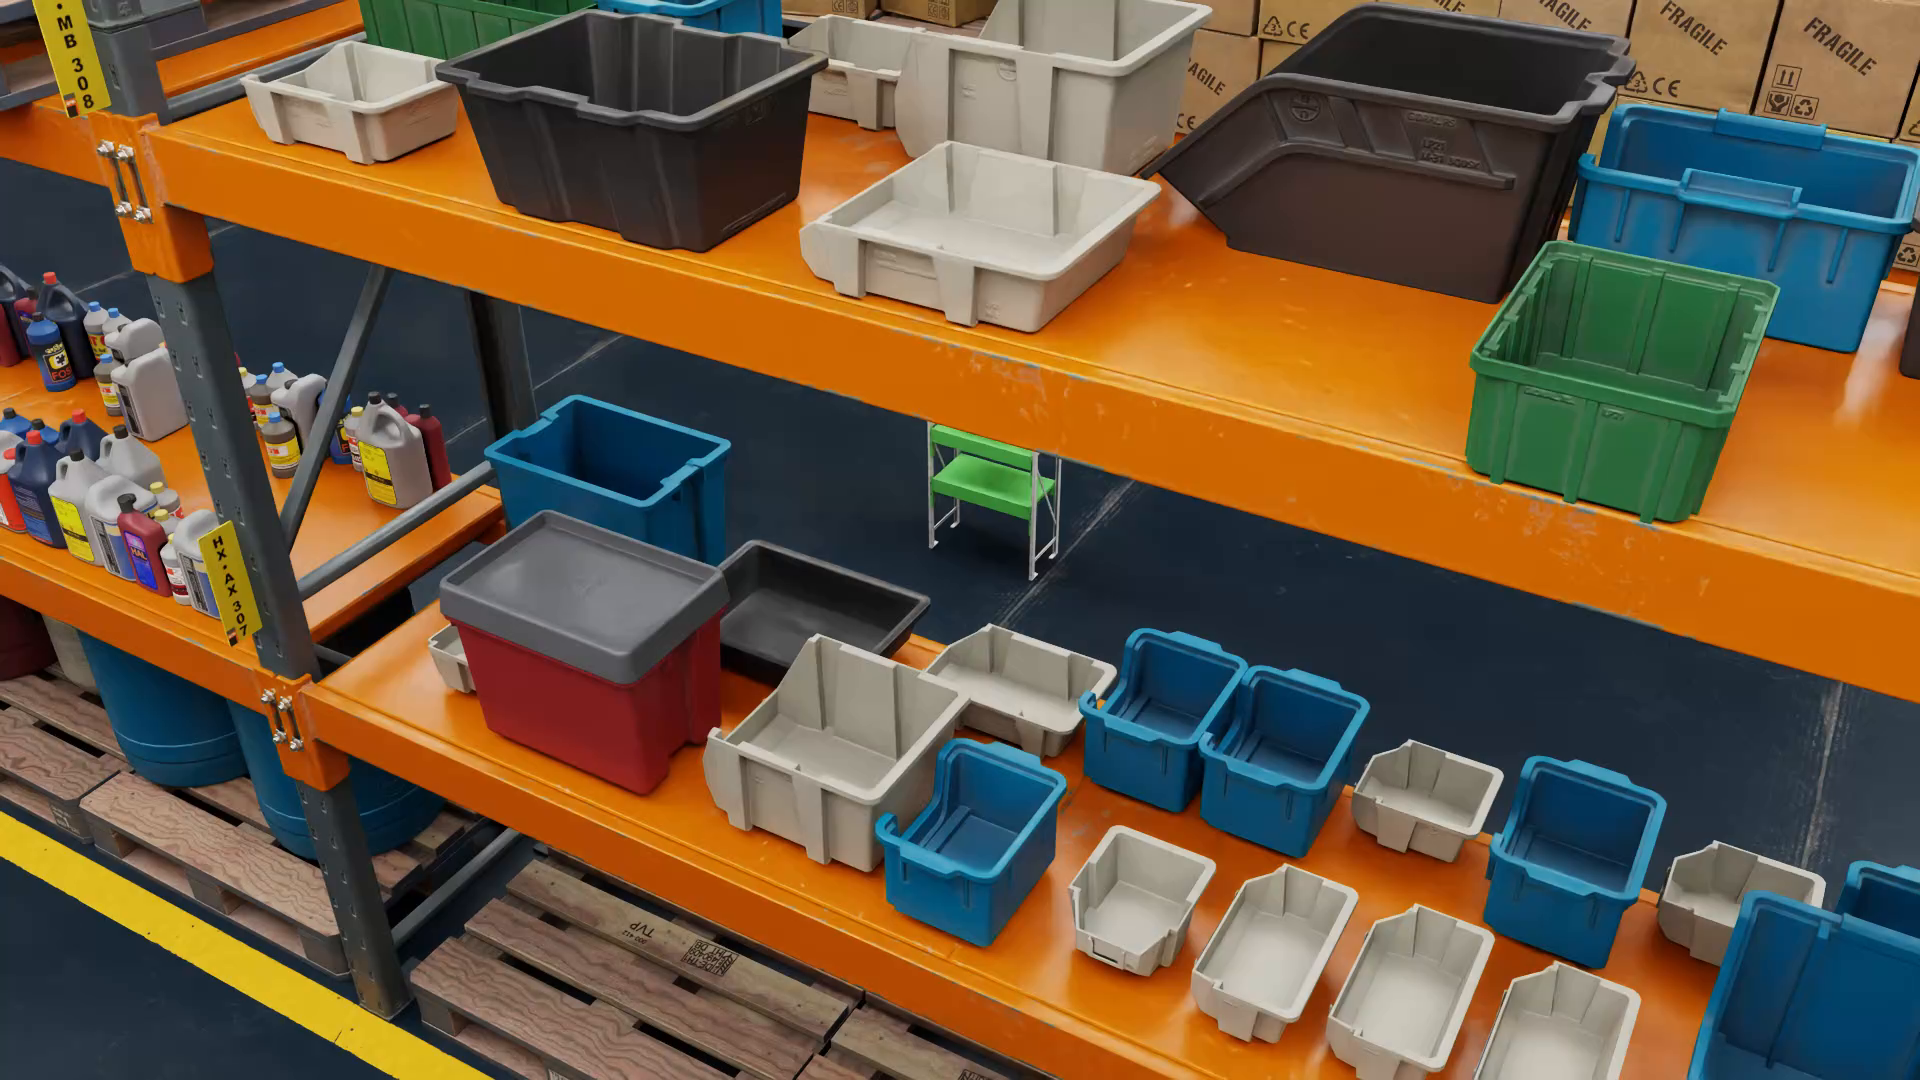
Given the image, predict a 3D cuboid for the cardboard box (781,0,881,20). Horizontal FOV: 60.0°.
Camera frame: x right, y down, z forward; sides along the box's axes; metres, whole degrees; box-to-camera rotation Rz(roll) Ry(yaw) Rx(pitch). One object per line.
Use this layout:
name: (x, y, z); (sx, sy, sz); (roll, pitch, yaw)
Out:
cardboard box: (-0.639, -3.093, 8.720); (0.500, 0.500, 0.700); (8, 35, 12)

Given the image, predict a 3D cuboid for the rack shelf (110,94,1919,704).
rack shelf: (0.201, -0.437, 3.143); (4.000, 0.370, 1.077); (18, 37, 24)

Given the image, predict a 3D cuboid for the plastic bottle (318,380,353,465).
plastic bottle: (-1.952, -0.377, 5.226); (0.097, 0.271, 0.097); (0, 34, 0)

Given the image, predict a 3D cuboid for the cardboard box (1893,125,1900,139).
cardboard box: (6.196, -2.984, 10.902); (0.500, 0.500, 0.700); (18, 37, 24)

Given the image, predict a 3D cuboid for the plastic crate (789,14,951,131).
plastic crate: (-0.242, -1.010, 3.592); (0.466, 0.136, 0.293); (18, 37, 24)

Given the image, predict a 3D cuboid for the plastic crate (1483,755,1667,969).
plastic crate: (1.315, 0.699, 3.591); (0.300, 0.233, 0.416); (18, 37, 24)

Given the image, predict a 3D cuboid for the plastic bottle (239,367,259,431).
plastic bottle: (-2.322, -0.465, 5.422); (0.097, 0.201, 0.097); (0, 34, 0)

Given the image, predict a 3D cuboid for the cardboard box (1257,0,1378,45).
cardboard box: (1.643, -2.472, 7.264); (0.500, 0.500, 0.500); (16, 37, 23)

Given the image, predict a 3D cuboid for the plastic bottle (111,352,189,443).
plastic bottle: (-2.628, -0.479, 5.374); (0.135, 0.276, 0.152); (18, 37, 24)

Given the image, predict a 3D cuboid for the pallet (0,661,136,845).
pallet: (-3.248, 0.555, 6.226); (1.213, 0.211, 1.003); (18, 37, 24)

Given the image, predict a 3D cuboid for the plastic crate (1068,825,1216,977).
plastic crate: (0.375, 0.786, 3.548); (0.250, 0.136, 0.298); (18, 37, 24)

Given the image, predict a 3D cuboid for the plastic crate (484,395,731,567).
plastic crate: (-0.961, -0.092, 4.642); (0.575, 0.384, 0.392); (18, 37, 24)

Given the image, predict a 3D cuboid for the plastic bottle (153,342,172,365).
plastic bottle: (-2.552, -0.552, 5.484); (0.135, 0.276, 0.152); (18, 37, 24)

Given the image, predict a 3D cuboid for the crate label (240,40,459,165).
crate label: (-1.254, -0.903, 3.432); (0.466, 0.136, 0.293); (18, 37, 24)

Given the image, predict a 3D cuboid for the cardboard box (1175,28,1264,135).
cardboard box: (1.233, -2.191, 7.744); (0.500, 0.500, 0.500); (19, 38, 26)

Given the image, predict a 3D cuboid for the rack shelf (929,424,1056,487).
rack shelf: (0.144, -0.401, 6.884); (0.480, 0.148, 0.258); (18, 37, 24)

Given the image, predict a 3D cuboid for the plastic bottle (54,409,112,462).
plastic bottle: (-2.585, -0.233, 4.938); (0.185, 0.351, 0.144); (18, 37, 24)

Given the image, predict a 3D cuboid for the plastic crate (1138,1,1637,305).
plastic crate: (0.747, -0.713, 2.964); (0.767, 0.338, 0.504); (18, 37, 24)

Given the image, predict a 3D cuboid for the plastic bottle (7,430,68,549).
plastic bottle: (-2.656, -0.164, 4.834); (0.185, 0.351, 0.144); (18, 37, 24)

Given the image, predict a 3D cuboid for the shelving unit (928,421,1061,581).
shelving unit: (0.144, -0.454, 6.849); (0.503, 1.200, 0.258); (18, 37, 24)

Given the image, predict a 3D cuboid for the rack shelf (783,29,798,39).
rack shelf: (-0.811, -2.671, 9.204); (4.000, 0.370, 1.077); (18, 37, 24)

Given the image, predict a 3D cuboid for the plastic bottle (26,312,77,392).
plastic bottle: (-3.081, -0.643, 5.625); (0.097, 0.271, 0.097); (0, 34, 0)

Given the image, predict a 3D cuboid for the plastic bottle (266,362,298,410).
plastic bottle: (-2.153, -0.441, 5.322); (0.097, 0.271, 0.097); (0, 34, 0)

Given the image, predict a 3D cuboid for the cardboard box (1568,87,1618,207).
cardboard box: (2.554, -1.774, 7.118); (0.500, 0.500, 0.500); (17, 37, 24)

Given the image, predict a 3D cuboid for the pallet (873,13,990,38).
pallet: (0.286, -2.613, 8.641); (1.213, 0.211, 1.003); (18, 37, 24)

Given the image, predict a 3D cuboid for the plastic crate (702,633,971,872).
plastic crate: (-0.301, 0.495, 3.853); (0.530, 0.282, 0.437); (18, 37, 24)

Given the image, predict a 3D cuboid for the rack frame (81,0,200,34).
rack frame: (-1.536, -2.535, 2.938); (0.127, 3.000, 1.000); (18, 37, 24)

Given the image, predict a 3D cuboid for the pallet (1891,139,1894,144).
pallet: (6.120, -2.727, 11.155); (1.213, 0.211, 1.003); (18, 37, 24)

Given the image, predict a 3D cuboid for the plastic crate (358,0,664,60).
plastic crate: (-1.018, -1.227, 3.872); (0.662, 0.188, 0.450); (18, 37, 24)

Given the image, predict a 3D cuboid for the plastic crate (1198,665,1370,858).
plastic crate: (0.743, 0.518, 3.862); (0.300, 0.233, 0.416); (18, 37, 24)

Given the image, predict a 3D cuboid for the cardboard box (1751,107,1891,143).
cardboard box: (3.422, -1.496, 6.699); (0.500, 0.500, 0.500); (18, 38, 25)

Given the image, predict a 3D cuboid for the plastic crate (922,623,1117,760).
plastic crate: (0.125, 0.381, 4.156); (0.466, 0.136, 0.293); (18, 37, 24)

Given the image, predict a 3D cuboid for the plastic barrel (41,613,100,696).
plastic barrel: (-3.060, 0.272, 6.001); (0.421, 0.512, 0.421); (0, 34, 0)

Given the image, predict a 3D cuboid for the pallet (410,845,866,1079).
pallet: (-0.878, 1.306, 5.098); (1.213, 0.211, 1.003); (18, 37, 24)

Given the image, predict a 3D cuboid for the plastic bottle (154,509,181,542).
plastic bottle: (-2.238, 0.007, 4.712); (0.097, 0.201, 0.097); (0, 34, 0)

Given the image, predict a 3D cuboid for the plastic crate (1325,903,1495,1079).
plastic crate: (0.895, 0.923, 3.342); (0.243, 0.136, 0.396); (18, 37, 24)

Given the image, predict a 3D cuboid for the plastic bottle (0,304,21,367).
plastic bottle: (-3.364, -0.749, 5.774); (0.133, 0.283, 0.061); (18, 37, 24)

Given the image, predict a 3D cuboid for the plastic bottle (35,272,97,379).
plastic bottle: (-3.059, -0.746, 5.709); (0.185, 0.351, 0.144); (18, 37, 24)

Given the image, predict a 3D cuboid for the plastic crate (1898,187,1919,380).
plastic crate: (1.741, -0.372, 2.514); (0.590, 0.269, 0.497); (18, 37, 24)

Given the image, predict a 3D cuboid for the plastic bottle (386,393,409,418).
plastic bottle: (-1.758, -0.332, 5.148); (0.133, 0.283, 0.061); (18, 37, 24)

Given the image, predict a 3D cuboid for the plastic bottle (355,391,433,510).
plastic bottle: (-1.715, -0.282, 5.011); (0.185, 0.351, 0.144); (18, 37, 24)

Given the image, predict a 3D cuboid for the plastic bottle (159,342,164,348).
plastic bottle: (-2.639, -0.566, 5.573); (0.097, 0.201, 0.097); (0, 34, 0)

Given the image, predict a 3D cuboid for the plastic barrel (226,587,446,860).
plastic barrel: (-1.999, 0.503, 5.303); (0.708, 0.901, 0.600); (18, 37, 24)

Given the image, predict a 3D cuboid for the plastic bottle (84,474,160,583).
plastic bottle: (-2.355, -0.040, 4.715); (0.135, 0.276, 0.152); (18, 37, 24)

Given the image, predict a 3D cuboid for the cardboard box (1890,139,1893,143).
cardboard box: (3.693, -1.751, 7.082); (0.500, 0.500, 0.500); (17, 37, 24)

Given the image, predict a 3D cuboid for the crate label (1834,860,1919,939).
crate label: (1.886, 0.880, 3.319); (0.303, 0.233, 0.416); (18, 37, 24)

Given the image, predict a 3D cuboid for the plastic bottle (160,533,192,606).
plastic bottle: (-2.152, 0.073, 4.613); (0.097, 0.201, 0.097); (0, 34, 0)

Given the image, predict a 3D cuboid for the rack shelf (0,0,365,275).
rack shelf: (-3.272, -1.537, 4.795); (4.000, 0.370, 1.077); (18, 37, 24)

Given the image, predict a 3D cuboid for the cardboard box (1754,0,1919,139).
cardboard box: (3.436, -1.907, 6.415); (0.500, 0.500, 0.500); (19, 38, 26)

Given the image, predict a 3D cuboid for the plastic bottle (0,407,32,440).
plastic bottle: (-2.864, -0.279, 5.078); (0.097, 0.271, 0.097); (0, 34, 0)

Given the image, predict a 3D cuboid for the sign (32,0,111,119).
sign: (-1.810, -1.026, 3.370); (0.005, 0.325, 0.100); (18, 37, 24)

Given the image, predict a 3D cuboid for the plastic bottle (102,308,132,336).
plastic bottle: (-2.841, -0.659, 5.649); (0.097, 0.271, 0.097); (0, 34, 0)

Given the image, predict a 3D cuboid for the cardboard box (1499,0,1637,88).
cardboard box: (2.538, -2.189, 6.838); (0.500, 0.500, 0.500); (19, 38, 26)

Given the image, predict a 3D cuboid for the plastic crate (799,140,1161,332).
plastic crate: (0.020, -0.526, 2.865); (0.530, 0.136, 0.437); (18, 37, 24)

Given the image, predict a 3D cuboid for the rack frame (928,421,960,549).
rack frame: (-0.068, -0.521, 6.950); (0.015, 1.200, 0.240); (18, 37, 24)

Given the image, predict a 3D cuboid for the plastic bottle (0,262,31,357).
plastic bottle: (-3.336, -0.834, 5.840); (0.185, 0.351, 0.144); (18, 37, 24)
